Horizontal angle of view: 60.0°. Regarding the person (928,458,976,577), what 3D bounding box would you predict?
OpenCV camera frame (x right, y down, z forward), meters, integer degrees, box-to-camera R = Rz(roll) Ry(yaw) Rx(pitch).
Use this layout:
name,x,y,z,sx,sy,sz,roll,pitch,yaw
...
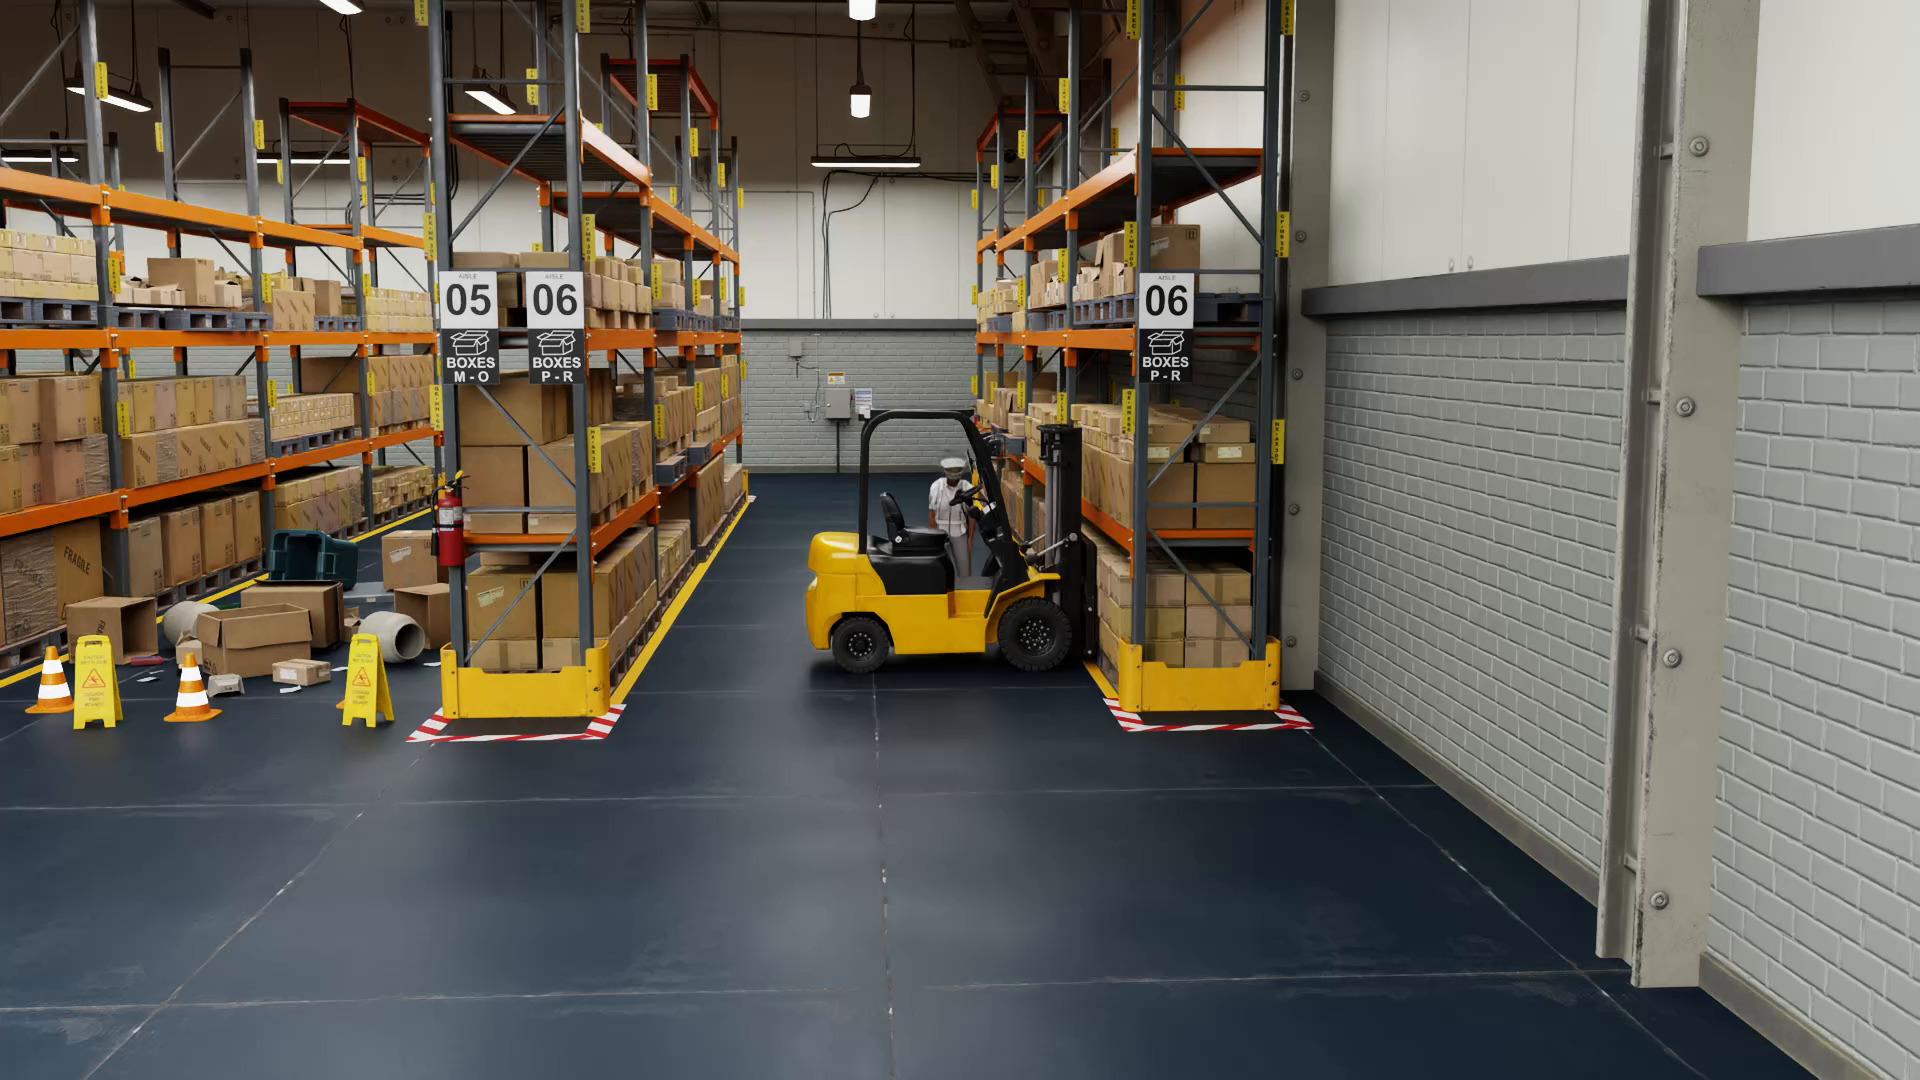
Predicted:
name,x,y,z,sx,sy,sz,roll,pitch,yaw
person,-0.072,-0.004,16.132,0.469,1.591,0.500,0,7,-2
